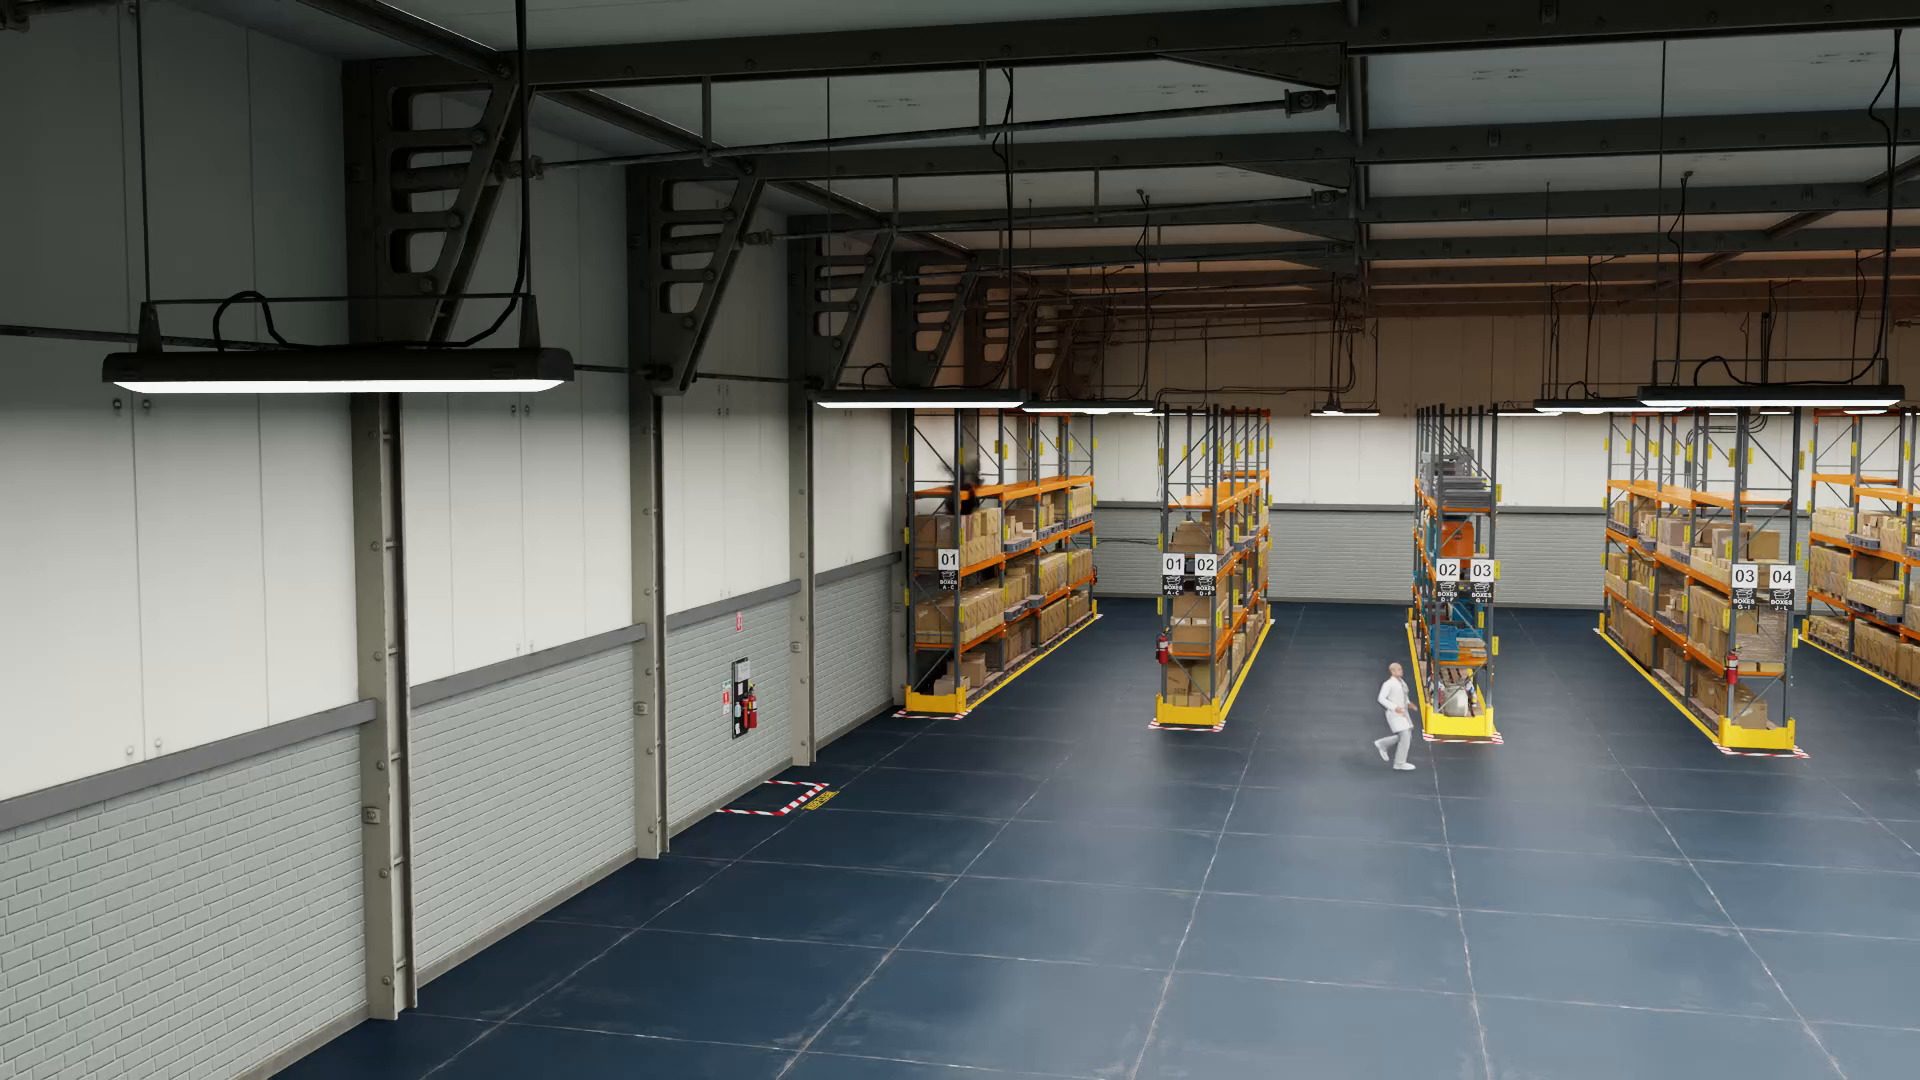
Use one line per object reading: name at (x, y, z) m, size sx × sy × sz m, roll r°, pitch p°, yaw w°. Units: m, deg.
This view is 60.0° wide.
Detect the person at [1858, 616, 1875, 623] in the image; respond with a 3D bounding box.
person at (23.916, 1.736, 43.870) m, size 0.685 × 1.618 × 0.791 m, roll -2°, pitch 5°, yaw -24°

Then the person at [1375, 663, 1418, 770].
person at (7.113, 2.874, 27.218) m, size 0.754 × 1.730 × 0.711 m, roll 4°, pitch 5°, yaw 40°
